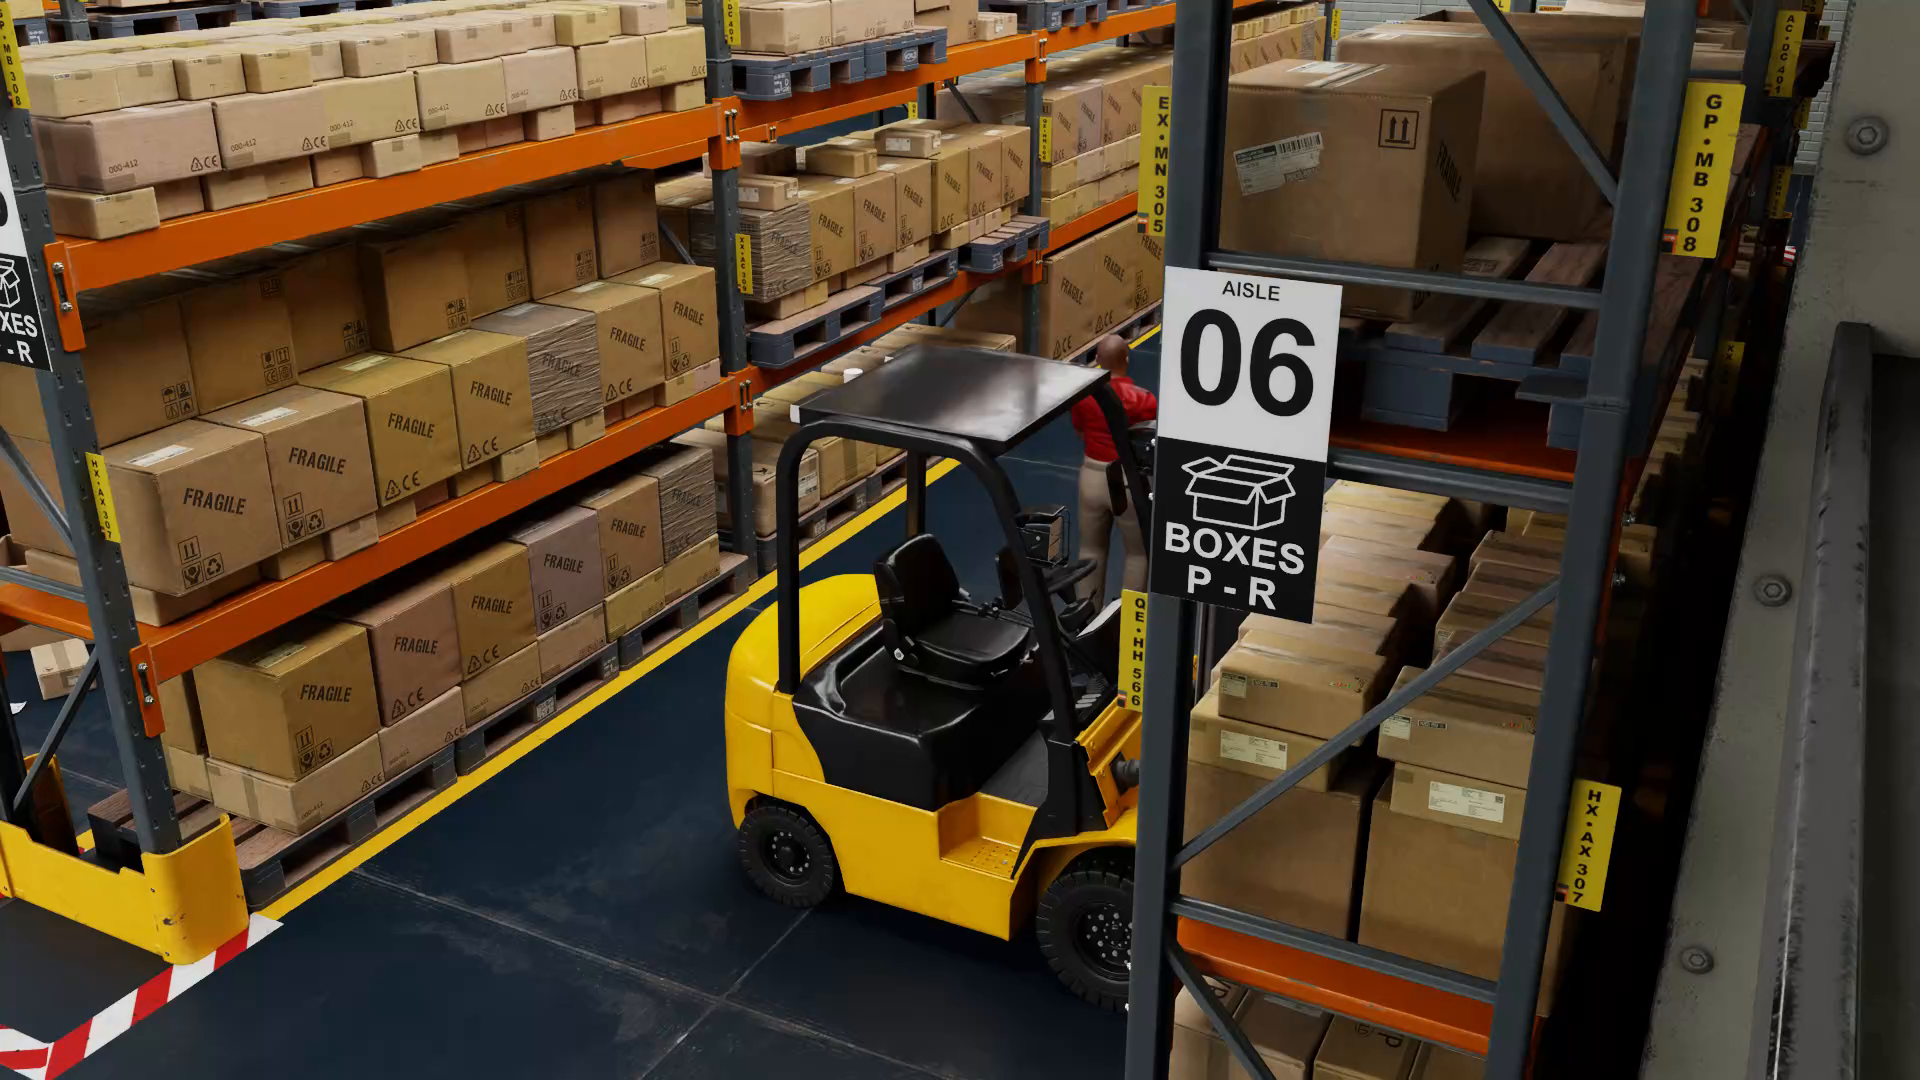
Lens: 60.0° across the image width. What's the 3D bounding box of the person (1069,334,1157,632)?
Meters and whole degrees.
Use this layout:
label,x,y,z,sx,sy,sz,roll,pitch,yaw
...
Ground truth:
label,x,y,z,sx,sy,sz,roll,pitch,yaw
person,0.867,-0.311,9.029,0.503,1.725,0.525,11,25,25
